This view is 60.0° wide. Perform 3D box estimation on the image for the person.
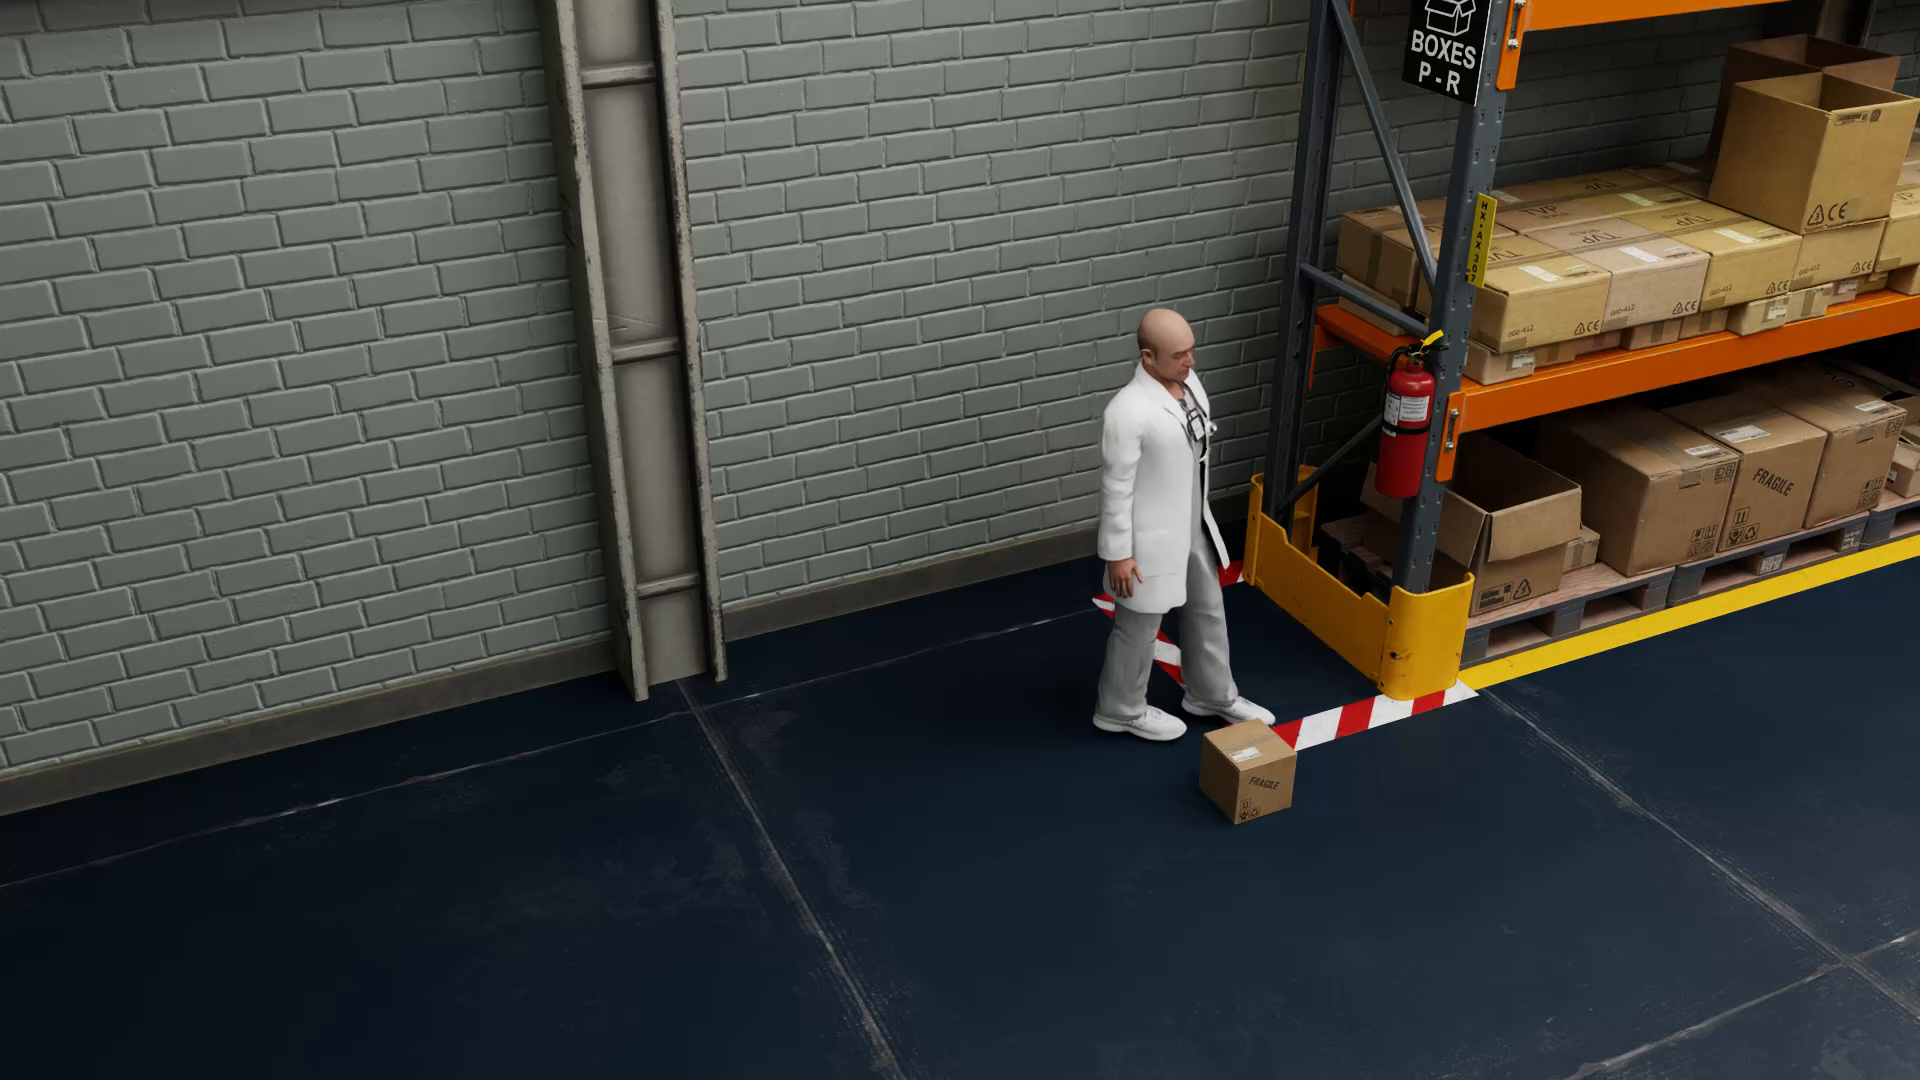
[{"bbox_3d":[0.840,-0.002,6.129,0.629,1.775,0.611,18,34,29],"label":"person"}]
